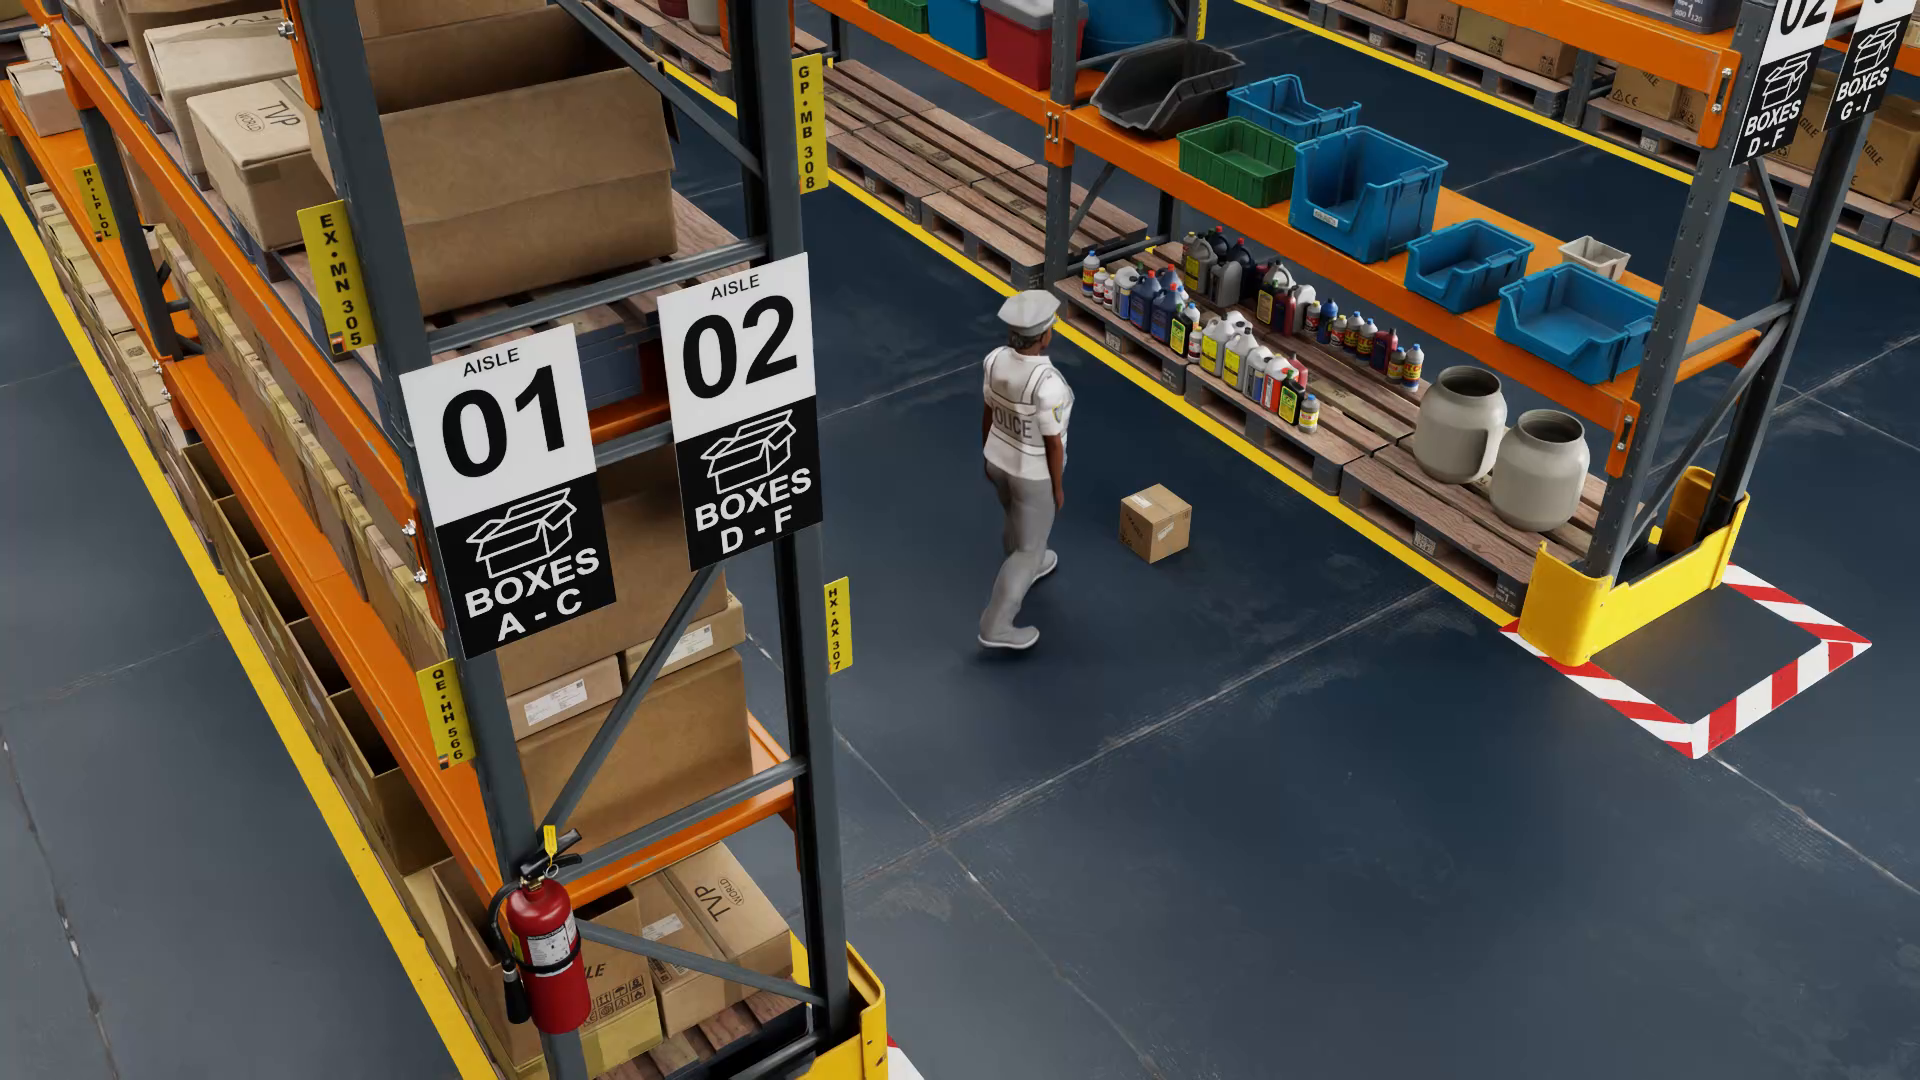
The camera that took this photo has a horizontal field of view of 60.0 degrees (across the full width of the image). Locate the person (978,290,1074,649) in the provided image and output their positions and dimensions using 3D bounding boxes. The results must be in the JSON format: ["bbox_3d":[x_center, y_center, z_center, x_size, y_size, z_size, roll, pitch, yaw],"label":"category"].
[{"bbox_3d":[0.300,-0.326,7.430,0.744,1.658,0.488,-28,45,-32],"label":"person"}]
